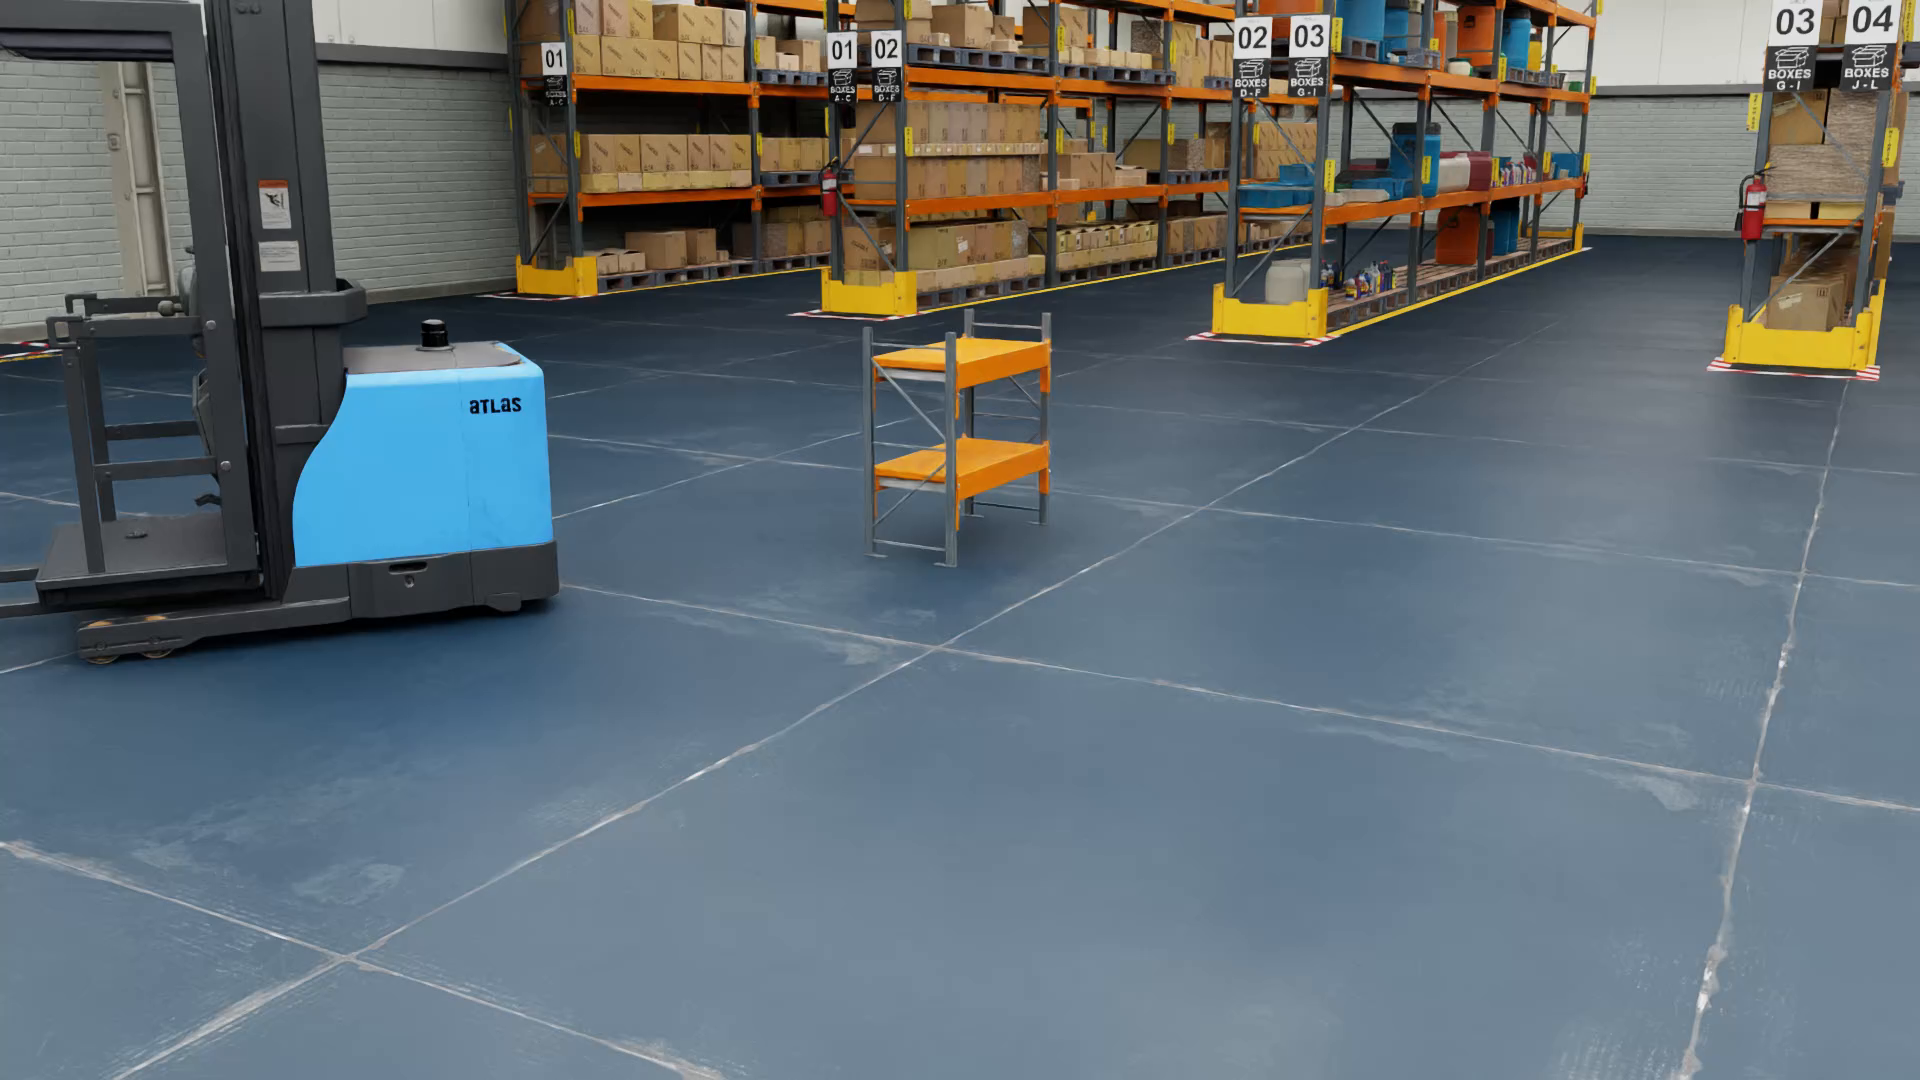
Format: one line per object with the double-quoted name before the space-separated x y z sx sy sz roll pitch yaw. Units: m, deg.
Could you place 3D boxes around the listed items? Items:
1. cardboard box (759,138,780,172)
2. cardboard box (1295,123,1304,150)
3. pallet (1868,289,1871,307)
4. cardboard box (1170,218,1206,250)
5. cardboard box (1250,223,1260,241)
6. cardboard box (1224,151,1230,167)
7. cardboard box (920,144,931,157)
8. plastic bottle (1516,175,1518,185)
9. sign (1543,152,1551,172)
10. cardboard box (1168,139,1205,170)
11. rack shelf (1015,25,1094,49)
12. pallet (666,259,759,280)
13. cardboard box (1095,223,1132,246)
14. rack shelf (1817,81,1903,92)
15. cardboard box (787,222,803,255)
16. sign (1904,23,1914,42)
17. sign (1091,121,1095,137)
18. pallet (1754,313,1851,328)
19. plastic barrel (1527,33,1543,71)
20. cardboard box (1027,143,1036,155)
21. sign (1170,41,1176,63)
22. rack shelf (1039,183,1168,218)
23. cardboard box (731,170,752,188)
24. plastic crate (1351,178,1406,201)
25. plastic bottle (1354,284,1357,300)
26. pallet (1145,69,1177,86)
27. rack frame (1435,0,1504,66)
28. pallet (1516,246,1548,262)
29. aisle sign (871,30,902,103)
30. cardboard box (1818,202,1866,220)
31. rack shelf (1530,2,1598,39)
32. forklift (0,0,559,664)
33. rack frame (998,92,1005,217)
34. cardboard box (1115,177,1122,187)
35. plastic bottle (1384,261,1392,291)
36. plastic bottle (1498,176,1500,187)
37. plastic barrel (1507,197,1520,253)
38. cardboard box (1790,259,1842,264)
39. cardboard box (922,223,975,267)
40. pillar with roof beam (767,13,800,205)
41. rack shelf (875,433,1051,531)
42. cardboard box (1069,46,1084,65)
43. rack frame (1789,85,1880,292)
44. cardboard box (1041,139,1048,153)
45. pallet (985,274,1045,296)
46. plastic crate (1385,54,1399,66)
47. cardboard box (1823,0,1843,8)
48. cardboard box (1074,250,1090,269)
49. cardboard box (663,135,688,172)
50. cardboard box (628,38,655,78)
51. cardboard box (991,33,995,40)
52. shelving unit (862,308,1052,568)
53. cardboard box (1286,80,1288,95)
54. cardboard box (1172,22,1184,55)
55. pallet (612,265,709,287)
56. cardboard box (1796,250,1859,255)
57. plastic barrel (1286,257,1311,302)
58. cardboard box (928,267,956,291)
"cardboard box" -3.201 -5.921 25.543 0.700 0.500 0.500 7 15 28
"cardboard box" 6.198 -7.661 31.566 0.500 0.500 0.500 8 16 30
"pallet" 10.495 -2.930 20.238 1.003 0.211 1.213 7 15 28
"cardboard box" 3.760 -5.089 27.635 0.500 0.500 0.500 7 15 27
"cardboard box" 5.121 -5.608 30.191 0.500 0.311 0.500 7 15 28
"cardboard box" 4.745 -6.819 30.207 0.500 0.500 0.500 8 16 29
"cardboard box" -0.569 -4.652 19.831 0.380 0.149 0.250 7 15 27
"plastic bottle" 8.638 -5.630 25.911 0.097 0.201 0.097 0 14 0
"sign" 9.543 -6.149 27.049 0.100 0.325 0.005 7 15 28
"cardboard box" 3.610 -6.379 27.485 0.700 0.500 0.500 11 17 38
"rack shelf" 1.357 -9.982 33.127 1.077 0.370 4.000 7 15 28
"pallet" -3.771 -4.061 24.928 1.003 0.211 1.213 7 15 28
"cardboard box" 2.265 -4.613 25.041 0.500 0.311 0.500 7 15 28
"rack shelf" 12.432 -6.214 23.044 1.077 0.370 4.000 7 15 28
"cardboard box" -2.930 -4.822 26.528 0.700 0.500 0.500 7 15 27
"sign" 11.939 -6.343 20.941 0.100 0.325 0.005 7 15 28
"sign" 2.792 -8.634 34.971 0.100 0.325 0.005 7 15 28
"pallet" 8.649 -2.126 16.902 1.003 0.211 1.213 7 15 28
"plastic barrel" 8.799 -7.621 26.046 0.600 0.588 0.600 0 14 0
"cardboard box" 0.796 -5.231 22.235 0.380 0.149 0.250 7 15 27
"sign" 3.277 -7.502 25.579 0.100 0.325 0.005 7 15 28
"rack shelf" 1.828 -5.058 24.651 1.077 0.370 4.000 7 15 28
"cardboard box" -3.441 -5.364 24.659 0.500 0.250 0.500 7 15 28
"plastic crate" 4.898 -4.106 19.481 0.499 0.251 0.616 7 15 28
"plastic bottle" 4.461 -2.827 18.890 0.097 0.201 0.097 0 14 0
"pallet" 2.545 -7.036 25.319 1.213 0.211 1.003 8 16 31
"rack frame" 7.129 -8.173 23.234 1.000 3.000 0.127 7 15 28
"pallet" 9.384 -4.877 28.312 1.003 0.211 1.213 7 15 28
"aisle sign" -0.836 -5.393 18.956 0.394 0.787 0.004 7 15 28
"cardboard box" 7.944 -2.963 14.961 0.380 0.149 0.250 7 15 28
"rack shelf" 10.030 -8.860 28.471 1.077 0.370 4.000 7 15 28
"forklift" -3.317 -1.079 6.754 3.031 2.935 1.130 -6 15 -23
"rack frame" 0.390 -7.200 31.997 1.000 3.000 0.127 7 15 28
"cardboard box" 2.228 -5.428 25.186 0.380 0.149 0.250 9 16 32
"plastic bottle" 5.136 -3.197 20.109 0.144 0.351 0.185 7 15 27
"plastic bottle" 7.989 -5.355 24.770 0.097 0.201 0.097 0 14 0
"plastic barrel" 8.785 -5.152 27.083 0.600 0.901 0.708 7 15 28
"cardboard box" 9.303 -2.786 18.128 0.500 0.500 0.500 7 15 26
"cardboard box" -0.148 -3.701 20.855 0.500 0.500 0.500 7 15 28
"pillar with roof beam" 0.839 -8.639 25.167 9.100 9.000 0.400 7 15 28
"rack shelf" 0.003 -0.311 8.465 0.538 0.278 1.000 7 15 28
"cardboard box" 1.430 -6.826 23.470 0.500 0.250 0.500 6 15 23
"rack frame" 11.465 -4.695 21.610 1.000 3.000 0.127 7 15 28
"cardboard box" 1.368 -7.754 33.658 0.980 0.700 0.700 7 15 25
"pallet" 0.440 -3.484 22.534 1.003 0.211 1.213 7 15 28
"plastic crate" 4.773 -5.391 18.657 0.243 0.136 0.396 7 15 28
"cardboard box" 8.125 -5.295 15.783 0.500 0.500 0.500 7 15 28
"cardboard box" 1.521 -4.025 23.798 0.500 0.250 0.500 8 16 29
"cardboard box" -4.175 -5.416 23.275 0.500 0.500 0.500 8 16 30
"cardboard box" -4.492 -6.508 22.471 0.500 0.500 0.500 8 16 31
"cardboard box" 0.126 -6.501 21.693 0.500 0.311 0.500 6 15 25
"shelving unit" 0.003 -0.548 8.407 0.538 1.125 1.048 7 15 28
"cardboard box" 5.907 -8.404 30.911 0.500 0.250 0.500 7 15 28
"cardboard box" 3.258 -8.005 26.590 0.500 0.500 0.500 7 15 28
"pallet" -4.360 -3.810 23.886 1.003 0.211 1.213 7 15 28
"cardboard box" 10.094 -3.093 19.356 0.700 0.500 0.500 7 15 28
"plastic barrel" 3.755 -2.856 18.394 0.421 0.512 0.421 0 14 0
"cardboard box" -0.380 -3.232 20.512 0.500 0.250 0.500 7 15 28
